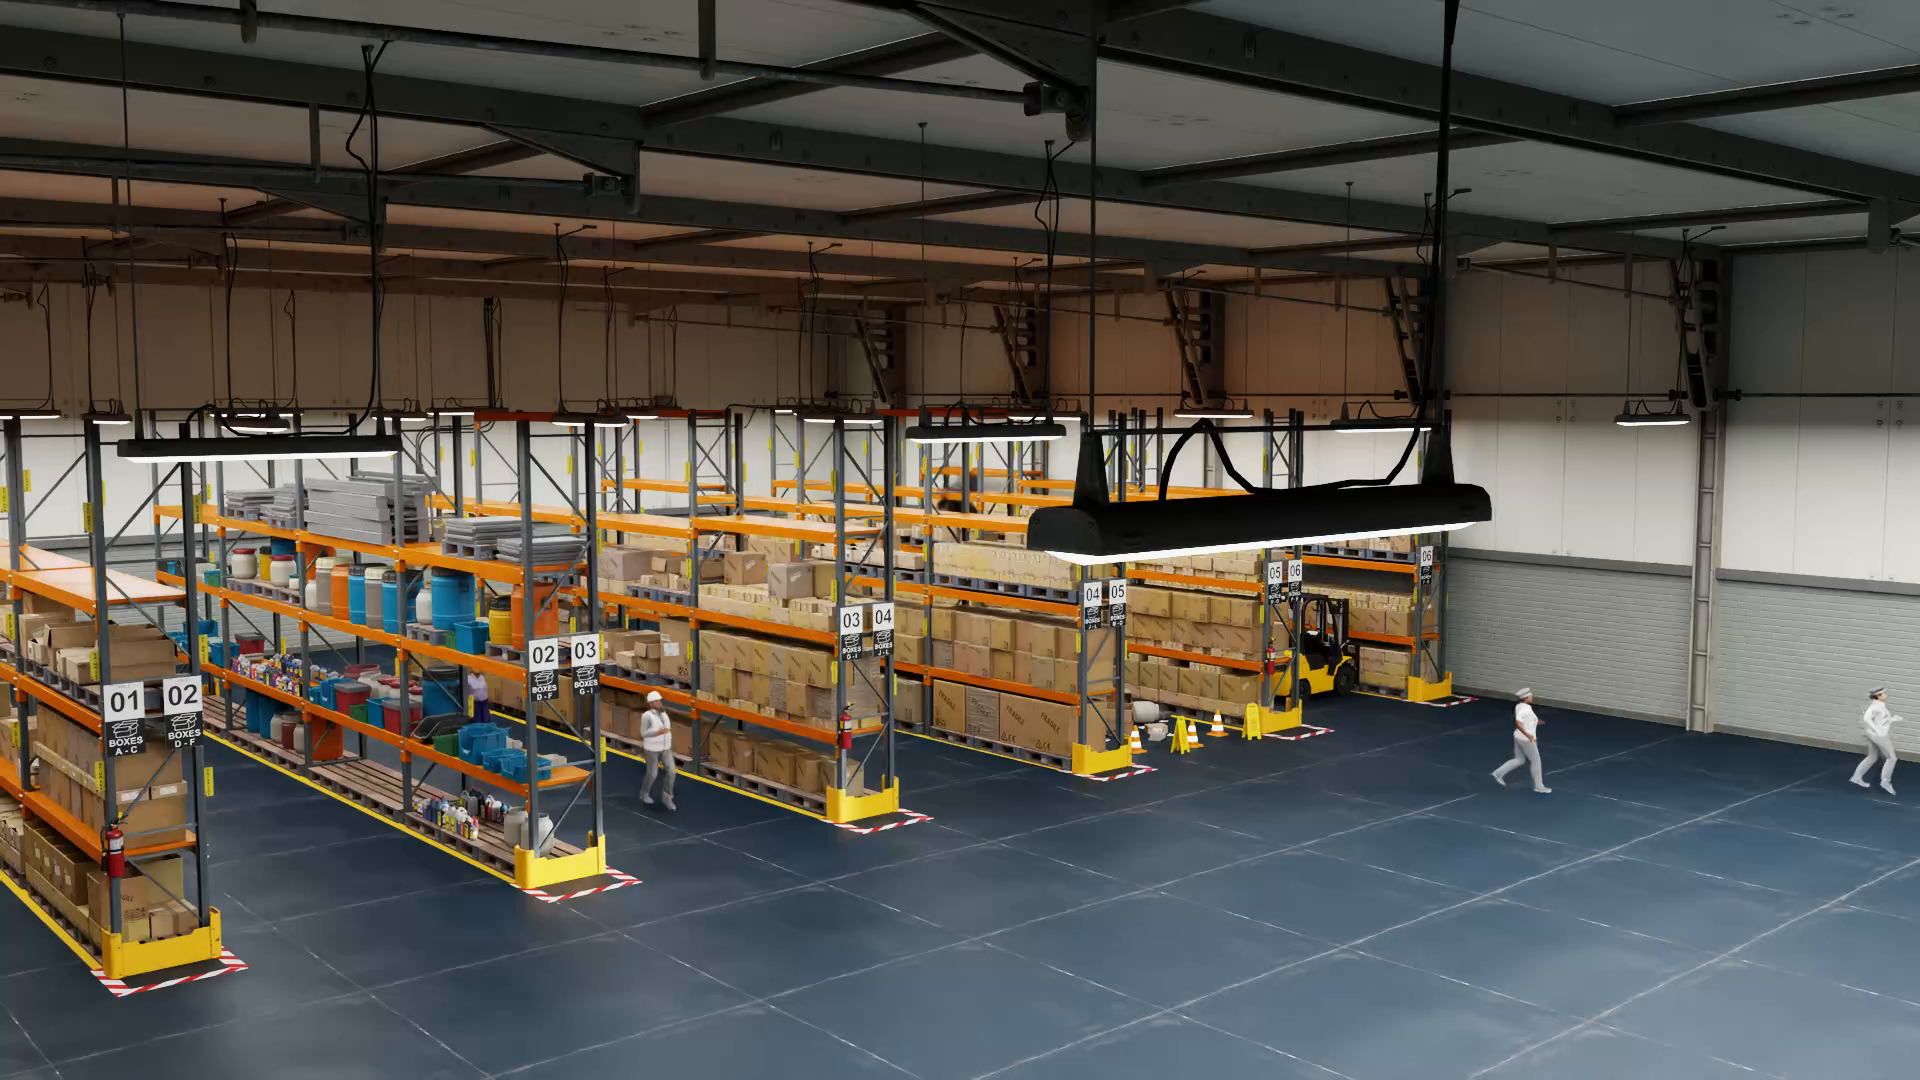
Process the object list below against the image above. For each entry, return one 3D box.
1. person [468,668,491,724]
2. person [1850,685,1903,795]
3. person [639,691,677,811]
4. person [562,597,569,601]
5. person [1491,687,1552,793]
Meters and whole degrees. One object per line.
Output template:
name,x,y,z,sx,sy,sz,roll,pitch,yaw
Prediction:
person,-8.589,2.955,29.464,0.584,1.606,0.609,3,6,35
person,14.605,3.165,26.449,0.695,1.753,0.593,2,5,19
person,-4.618,3.219,25.386,0.726,1.831,0.640,5,7,42
person,-9.229,2.151,38.709,0.620,1.644,0.809,-2,5,-18
person,8.936,3.160,26.363,0.924,1.675,0.583,0,5,2
